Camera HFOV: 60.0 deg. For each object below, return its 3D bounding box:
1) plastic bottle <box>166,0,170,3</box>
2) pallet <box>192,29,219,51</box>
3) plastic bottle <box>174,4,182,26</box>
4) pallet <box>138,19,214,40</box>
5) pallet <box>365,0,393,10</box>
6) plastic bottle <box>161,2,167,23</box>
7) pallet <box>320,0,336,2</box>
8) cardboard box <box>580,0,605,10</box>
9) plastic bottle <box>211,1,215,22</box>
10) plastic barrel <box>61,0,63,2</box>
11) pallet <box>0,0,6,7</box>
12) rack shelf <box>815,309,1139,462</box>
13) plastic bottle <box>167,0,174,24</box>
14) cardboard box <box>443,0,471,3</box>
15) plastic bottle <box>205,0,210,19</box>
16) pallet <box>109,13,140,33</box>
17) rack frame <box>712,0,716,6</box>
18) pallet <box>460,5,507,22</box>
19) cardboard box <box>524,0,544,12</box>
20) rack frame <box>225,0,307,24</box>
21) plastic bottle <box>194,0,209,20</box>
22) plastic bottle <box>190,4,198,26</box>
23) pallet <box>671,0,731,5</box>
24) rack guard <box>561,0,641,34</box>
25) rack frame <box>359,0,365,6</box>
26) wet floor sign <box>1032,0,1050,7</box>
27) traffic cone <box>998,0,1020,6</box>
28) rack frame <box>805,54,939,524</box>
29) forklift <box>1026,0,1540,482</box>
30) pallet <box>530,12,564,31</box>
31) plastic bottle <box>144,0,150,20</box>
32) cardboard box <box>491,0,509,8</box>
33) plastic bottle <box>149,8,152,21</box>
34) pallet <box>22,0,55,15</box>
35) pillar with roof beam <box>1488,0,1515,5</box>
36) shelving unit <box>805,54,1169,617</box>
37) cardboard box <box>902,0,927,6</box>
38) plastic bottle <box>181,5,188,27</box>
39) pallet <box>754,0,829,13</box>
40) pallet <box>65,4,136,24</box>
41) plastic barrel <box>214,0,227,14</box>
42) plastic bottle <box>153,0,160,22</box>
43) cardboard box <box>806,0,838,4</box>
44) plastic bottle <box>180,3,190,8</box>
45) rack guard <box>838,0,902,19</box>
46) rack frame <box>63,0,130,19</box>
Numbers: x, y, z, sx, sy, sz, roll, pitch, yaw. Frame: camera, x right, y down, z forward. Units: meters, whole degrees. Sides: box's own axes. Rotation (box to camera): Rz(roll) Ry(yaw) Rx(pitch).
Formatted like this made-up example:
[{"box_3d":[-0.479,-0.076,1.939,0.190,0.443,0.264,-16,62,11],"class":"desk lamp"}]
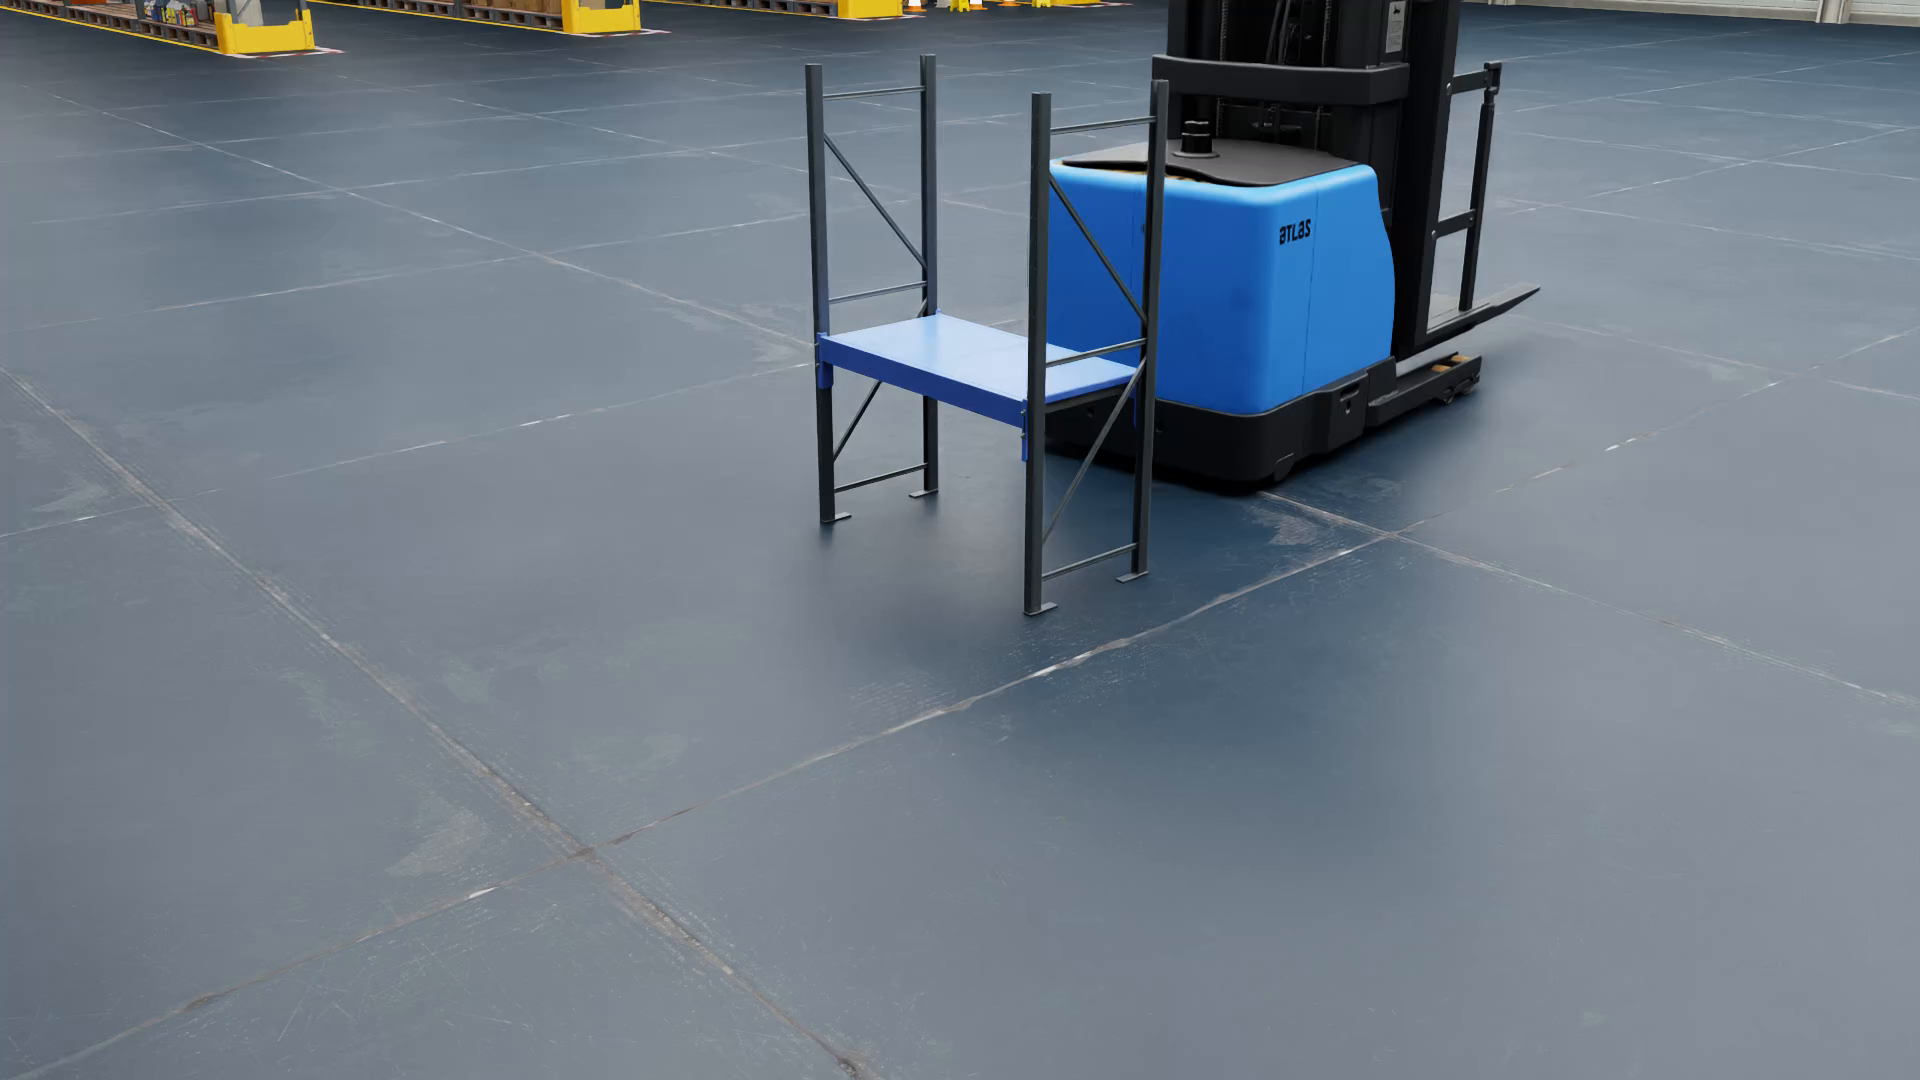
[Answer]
[{"box_3d":[-11.386,-7.668,23.976,0.144,0.351,0.185,-17,27,-37],"class":"plastic bottle"},{"box_3d":[-9.708,-6.816,22.596,1.003,0.211,1.213,-17,27,-37],"class":"pallet"},{"box_3d":[-10.862,-7.333,23.224,0.152,0.276,0.135,-18,28,-39],"class":"plastic bottle"},{"box_3d":[-11.301,-7.490,24.317,1.003,0.211,1.213,-17,27,-37],"class":"pallet"},{"box_3d":[-10.057,-9.753,30.096,1.003,0.211,1.213,-17,27,-37],"class":"pallet"},{"box_3d":[-11.296,-7.494,23.626,0.061,0.283,0.133,-16,26,-35],"class":"plastic bottle"},{"box_3d":[-11.816,-10.542,32.110,1.003,0.211,1.213,-17,27,-37],"class":"pallet"},{"box_3d":[-5.739,-8.266,25.326,0.500,0.500,0.500,-12,24,-28],"class":"cardboard box"},{"box_3d":[-10.710,-7.601,23.898,0.061,0.283,0.133,-17,27,-37],"class":"plastic bottle"},{"box_3d":[-15.087,-9.392,28.185,0.421,0.512,0.421,0,21,0],"class":"plastic barrel"},{"box_3d":[-17.439,-10.089,30.954,1.003,0.211,1.213,-17,27,-37],"class":"pallet"},{"box_3d":[0.056,-0.507,5.216,0.538,0.185,1.000,-17,27,-37],"class":"rack shelf"},{"box_3d":[-11.094,-7.464,23.456,0.144,0.351,0.185,-18,27,-38],"class":"plastic bottle"},{"box_3d":[-8.340,-9.378,28.140,0.500,0.500,0.700,20,29,41],"class":"cardboard box"},{"box_3d":[-10.944,-7.793,24.296,0.144,0.351,0.185,-19,28,-40],"class":"plastic bottle"},{"box_3d":[-12.250,-7.893,25.346,1.003,0.211,1.213,-17,27,-37],"class":"pallet"},{"box_3d":[-4.132,-11.315,30.261,1.000,3.000,0.127,-17,27,-37],"class":"rack frame"},{"box_3d":[-7.490,-8.687,27.374,1.003,0.211,1.213,-17,27,-37],"class":"pallet"},{"box_3d":[-6.550,-8.600,26.180,0.500,0.500,0.500,-14,26,-33],"class":"cardboard box"},{"box_3d":[-9.097,-7.878,21.486,1.000,3.000,0.127,-17,27,-37],"class":"rack frame"},{"box_3d":[-11.040,-7.716,24.202,0.152,0.276,0.135,-17,27,-37],"class":"plastic bottle"},{"box_3d":[-10.691,-7.323,23.190,0.061,0.283,0.133,-17,27,-37],"class":"plastic bottle"},{"box_3d":[-4.693,-10.212,31.268,1.003,0.211,1.213,-17,27,-37],"class":"pallet"},{"box_3d":[-5.394,-7.915,25.006,1.175,0.500,0.348,-17,27,-37],"class":"rack guard"},{"box_3d":[-10.566,-11.268,30.140,1.000,3.000,0.127,-17,27,-37],"class":"rack frame"},{"box_3d":[1.477,-10.013,30.165,0.267,0.644,0.232,-8,23,-19],"class":"wet floor sign"},{"box_3d":[0.905,-10.047,30.501,0.336,0.463,0.334,-17,27,-37],"class":"traffic cone"},{"box_3d":[-0.276,-0.815,5.509,0.500,1.500,0.032,-17,27,-37],"class":"rack frame"},{"box_3d":[1.563,-2.032,6.652,1.130,2.935,3.031,17,27,37],"class":"forklift"},{"box_3d":[-5.898,-8.013,25.653,1.003,0.211,1.213,-17,27,-37],"class":"pallet"},{"box_3d":[-11.832,-7.726,24.234,0.097,0.271,0.097,0,21,0],"class":"plastic bottle"},{"box_3d":[-7.345,-8.918,26.991,0.500,0.500,0.500,-9,23,-21],"class":"cardboard box"},{"box_3d":[-11.699,-7.637,24.103,0.097,0.201,0.097,0,21,0],"class":"plastic bottle"},{"box_3d":[-15.657,-9.335,29.029,1.003,0.211,1.213,-17,27,-37],"class":"pallet"},{"box_3d":[6.804,-13.117,26.635,9.100,9.000,0.400,-17,27,-37],"class":"pillar with roof beam"},{"box_3d":[0.056,-0.675,5.150,0.538,1.500,1.048,-17,27,-37],"class":"shelving unit"},{"box_3d":[-0.901,-10.137,30.675,0.637,0.503,0.797,3,22,9],"class":"cardboard box"},{"box_3d":[-10.718,-7.250,23.001,0.061,0.283,0.133,-17,27,-36],"class":"plastic bottle"},{"box_3d":[-2.894,-9.451,29.325,1.003,0.211,1.213,-17,27,-37],"class":"pallet"},{"box_3d":[-13.842,-8.567,27.068,1.003,0.211,1.213,-17,27,-37],"class":"pallet"},{"box_3d":[-9.911,-7.218,22.634,0.421,0.512,0.421,0,21,0],"class":"plastic barrel"},{"box_3d":[-11.495,-7.633,23.889,0.144,0.351,0.185,-17,27,-36],"class":"plastic bottle"},{"box_3d":[-2.014,-9.588,28.189,0.875,0.875,0.875,-17,27,-37],"class":"cardboard box"},{"box_3d":[-10.999,-7.471,23.577,0.152,0.276,0.135,-17,27,-37],"class":"plastic bottle"},{"box_3d":[-1.505,-9.040,27.879,1.175,0.500,0.348,-17,27,-37],"class":"rack guard"},{"box_3d":[-14.319,-10.089,27.129,1.000,3.000,0.127,-17,27,-37],"class":"rack frame"}]
